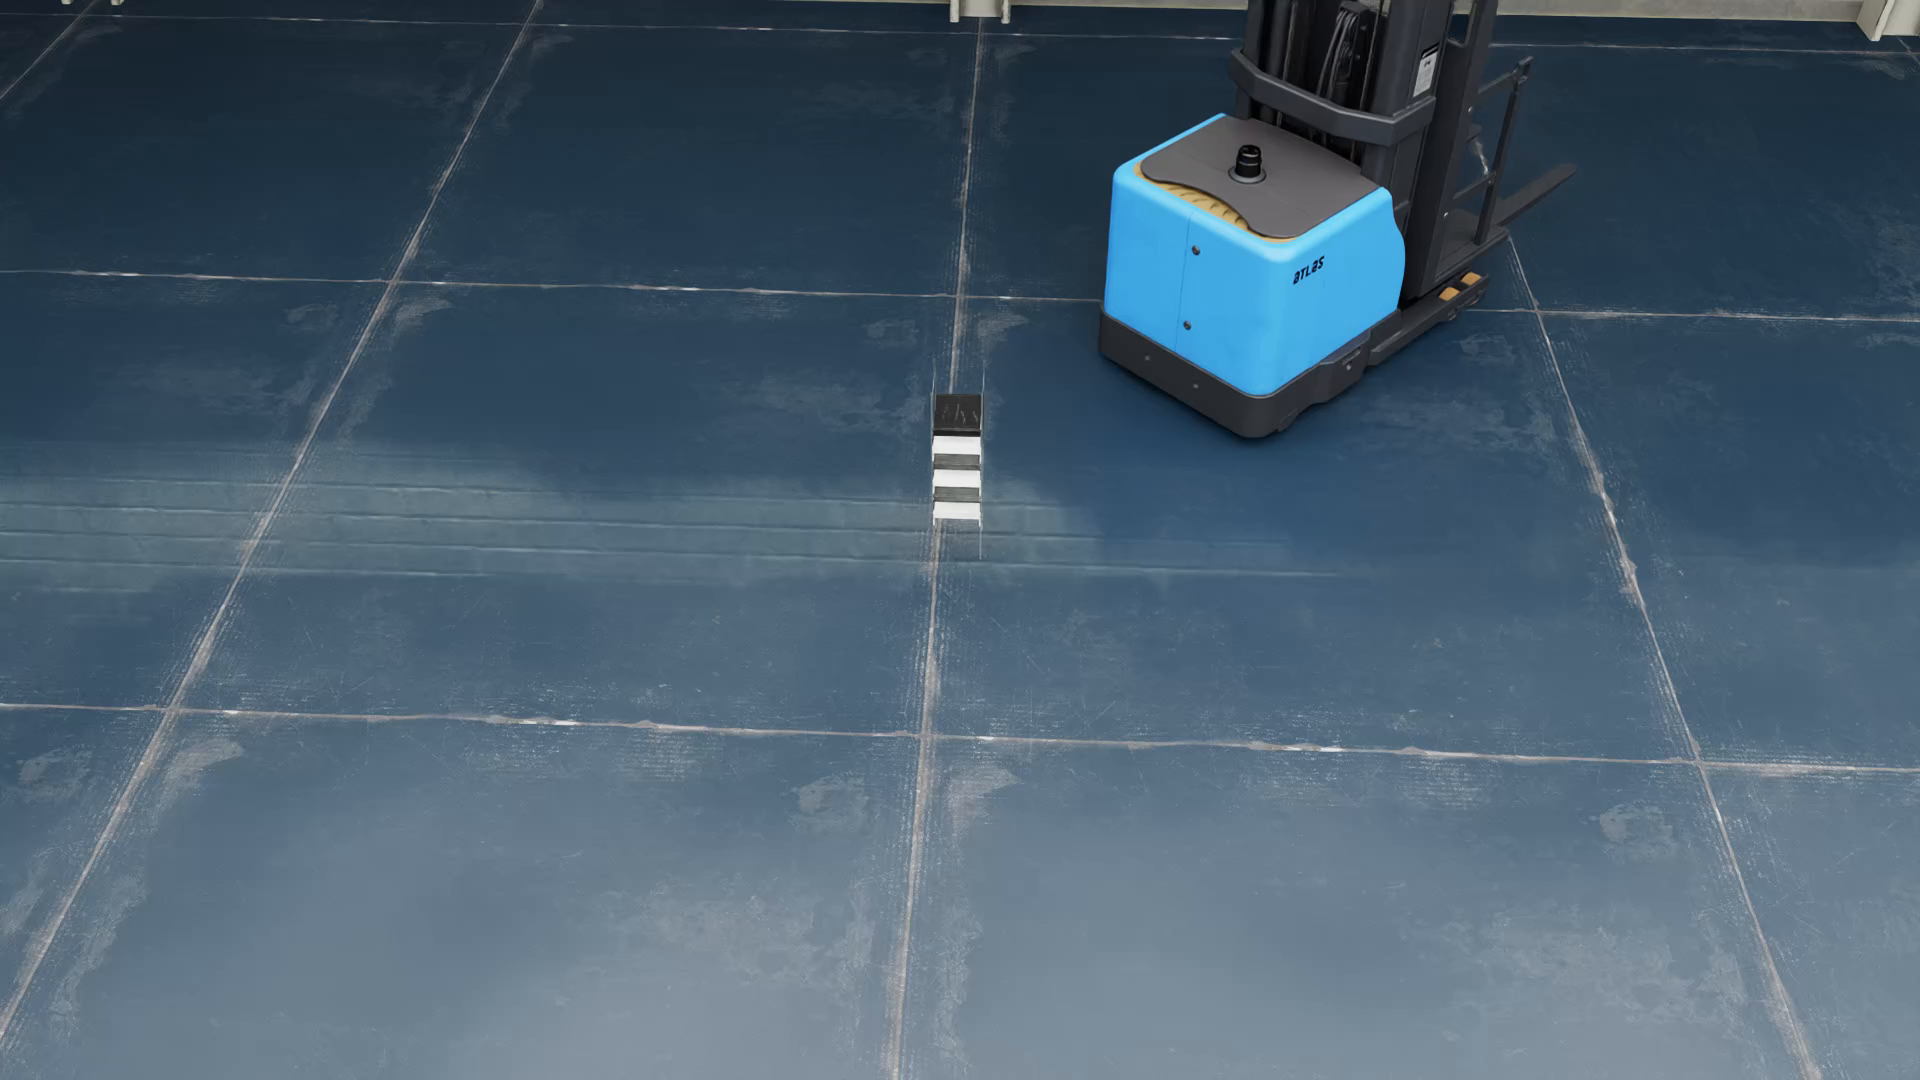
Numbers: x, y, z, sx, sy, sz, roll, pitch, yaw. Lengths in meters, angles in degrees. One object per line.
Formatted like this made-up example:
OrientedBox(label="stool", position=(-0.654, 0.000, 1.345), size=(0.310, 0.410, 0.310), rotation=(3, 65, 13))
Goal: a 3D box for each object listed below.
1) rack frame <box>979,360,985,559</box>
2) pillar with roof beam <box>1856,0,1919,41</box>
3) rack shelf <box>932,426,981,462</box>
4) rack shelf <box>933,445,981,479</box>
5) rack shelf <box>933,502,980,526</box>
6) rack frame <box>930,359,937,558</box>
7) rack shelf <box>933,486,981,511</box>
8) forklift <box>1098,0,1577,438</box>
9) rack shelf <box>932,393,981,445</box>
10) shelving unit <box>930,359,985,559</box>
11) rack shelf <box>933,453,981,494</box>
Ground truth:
OrientedBox(label="rack frame", position=(0.093, -0.326, 7.026), size=(0.006, 0.900, 0.240), rotation=(2, 43, 2))
OrientedBox(label="pillar with roof beam", position=(5.938, -3.710, 4.716), size=(0.400, 9.000, 9.100), rotation=(2, 43, 2))
OrientedBox(label="rack shelf", position=(-0.008, -0.437, 6.929), size=(0.200, 0.077, 0.258), rotation=(2, 43, 2))
OrientedBox(label="rack shelf", position=(-0.008, -0.371, 6.990), size=(0.200, 0.077, 0.258), rotation=(2, 43, 2))
OrientedBox(label="rack shelf", position=(-0.008, -0.173, 7.174), size=(0.200, 0.077, 0.258), rotation=(2, 43, 2))
OrientedBox(label="rack frame", position=(-0.110, -0.333, 7.032), size=(0.006, 0.900, 0.240), rotation=(2, 43, 2))
OrientedBox(label="rack shelf", position=(-0.008, -0.239, 7.113), size=(0.200, 0.077, 0.258), rotation=(2, 43, 2))
OrientedBox(label="forklift", position=(2.100, -2.433, 7.797), size=(3.031, 2.935, 1.130), rotation=(-33, 52, -30))
OrientedBox(label="rack shelf", position=(-0.008, -0.503, 6.868), size=(0.200, 0.077, 0.258), rotation=(2, 43, 2))
OrientedBox(label="shelving unit", position=(-0.008, -0.330, 7.029), size=(0.210, 0.900, 0.258), rotation=(2, 43, 2))
OrientedBox(label="rack shelf", position=(-0.008, -0.305, 7.052), size=(0.200, 0.077, 0.258), rotation=(2, 43, 2))
